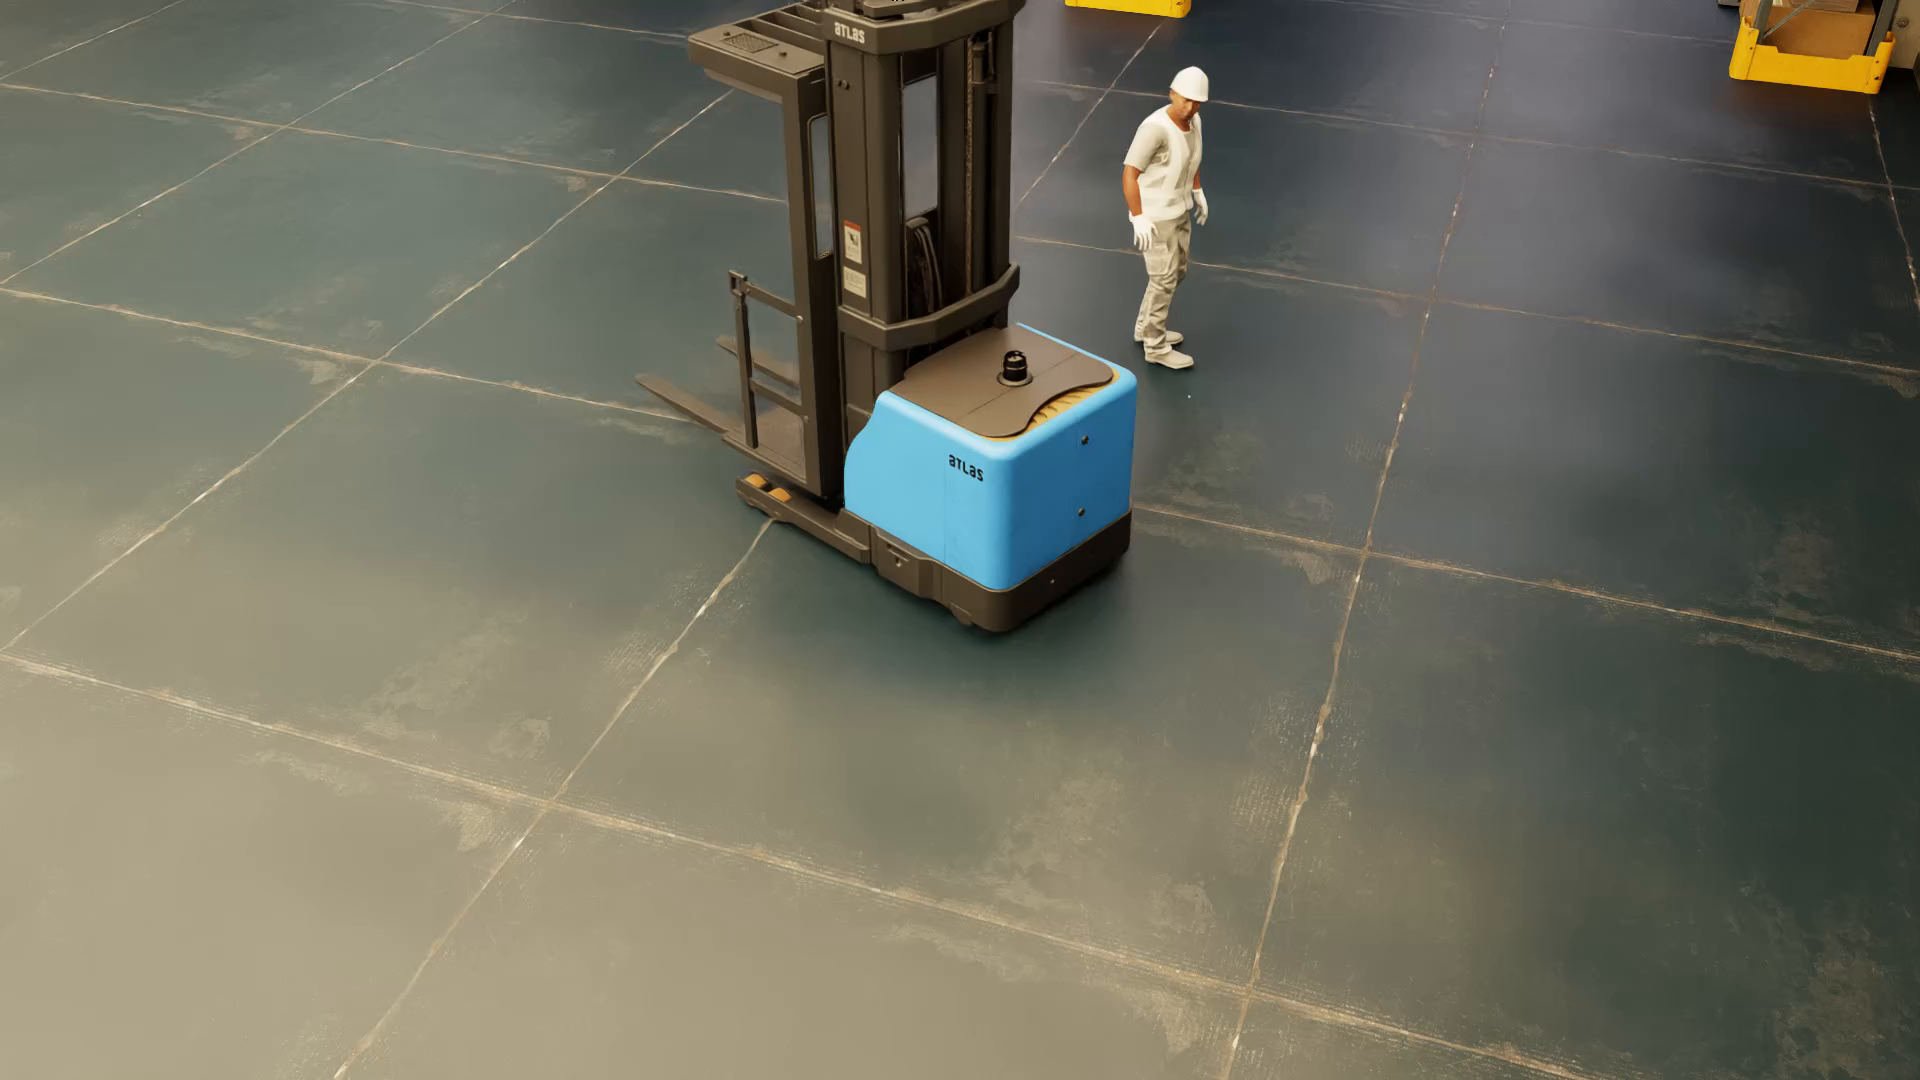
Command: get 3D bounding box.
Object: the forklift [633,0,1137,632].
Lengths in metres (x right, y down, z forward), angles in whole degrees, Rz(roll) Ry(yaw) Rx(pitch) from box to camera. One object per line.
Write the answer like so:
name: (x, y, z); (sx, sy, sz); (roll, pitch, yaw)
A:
forklift: (3.119, -8.531, 18.143); (14.365, 2.935, 23.875); (29, 44, 34)

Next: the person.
person: (1.275, -1.900, 9.801); (0.490, 1.765, 0.773); (19, 39, 24)
